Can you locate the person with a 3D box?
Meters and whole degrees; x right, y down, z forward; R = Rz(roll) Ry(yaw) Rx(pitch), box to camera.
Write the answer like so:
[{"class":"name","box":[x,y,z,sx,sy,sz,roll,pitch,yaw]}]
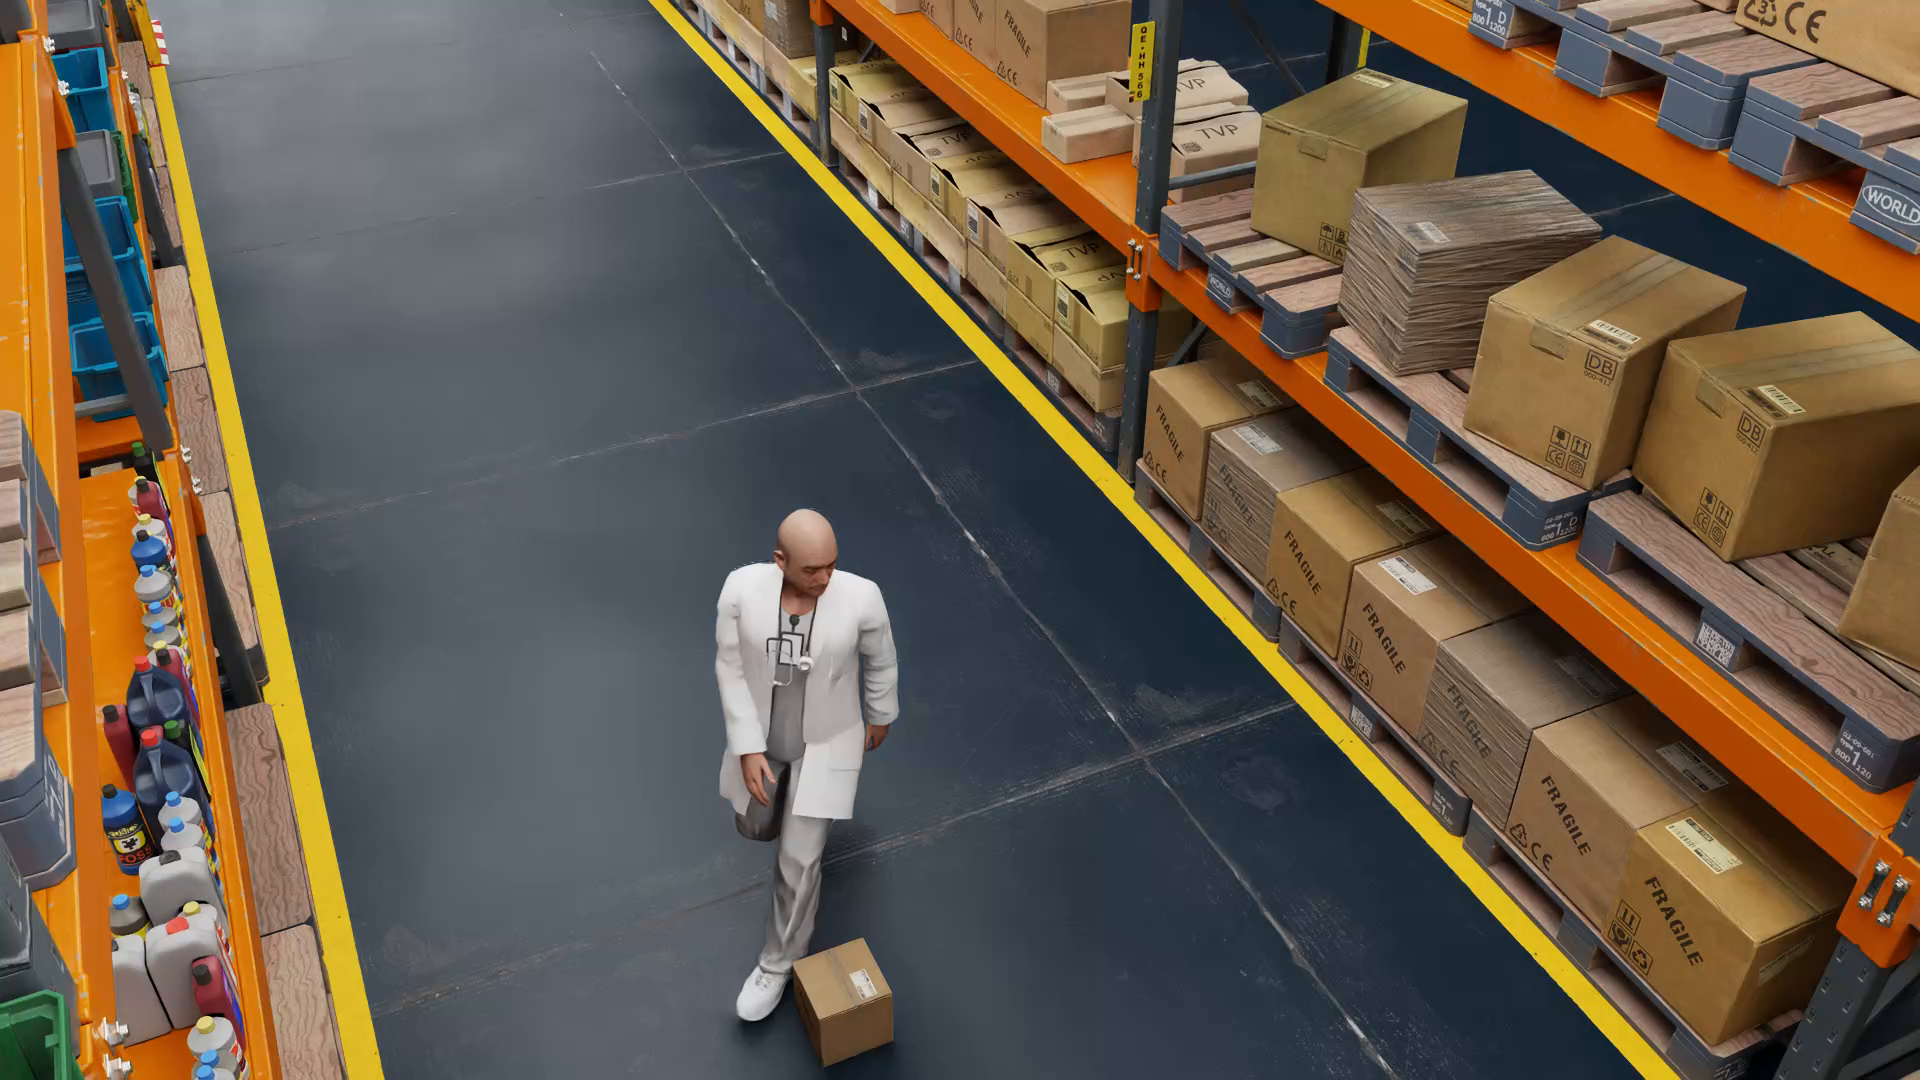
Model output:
[{"class":"person","box":[-0.535,0.651,5.375,0.572,1.667,1.056,8,37,10]}]
